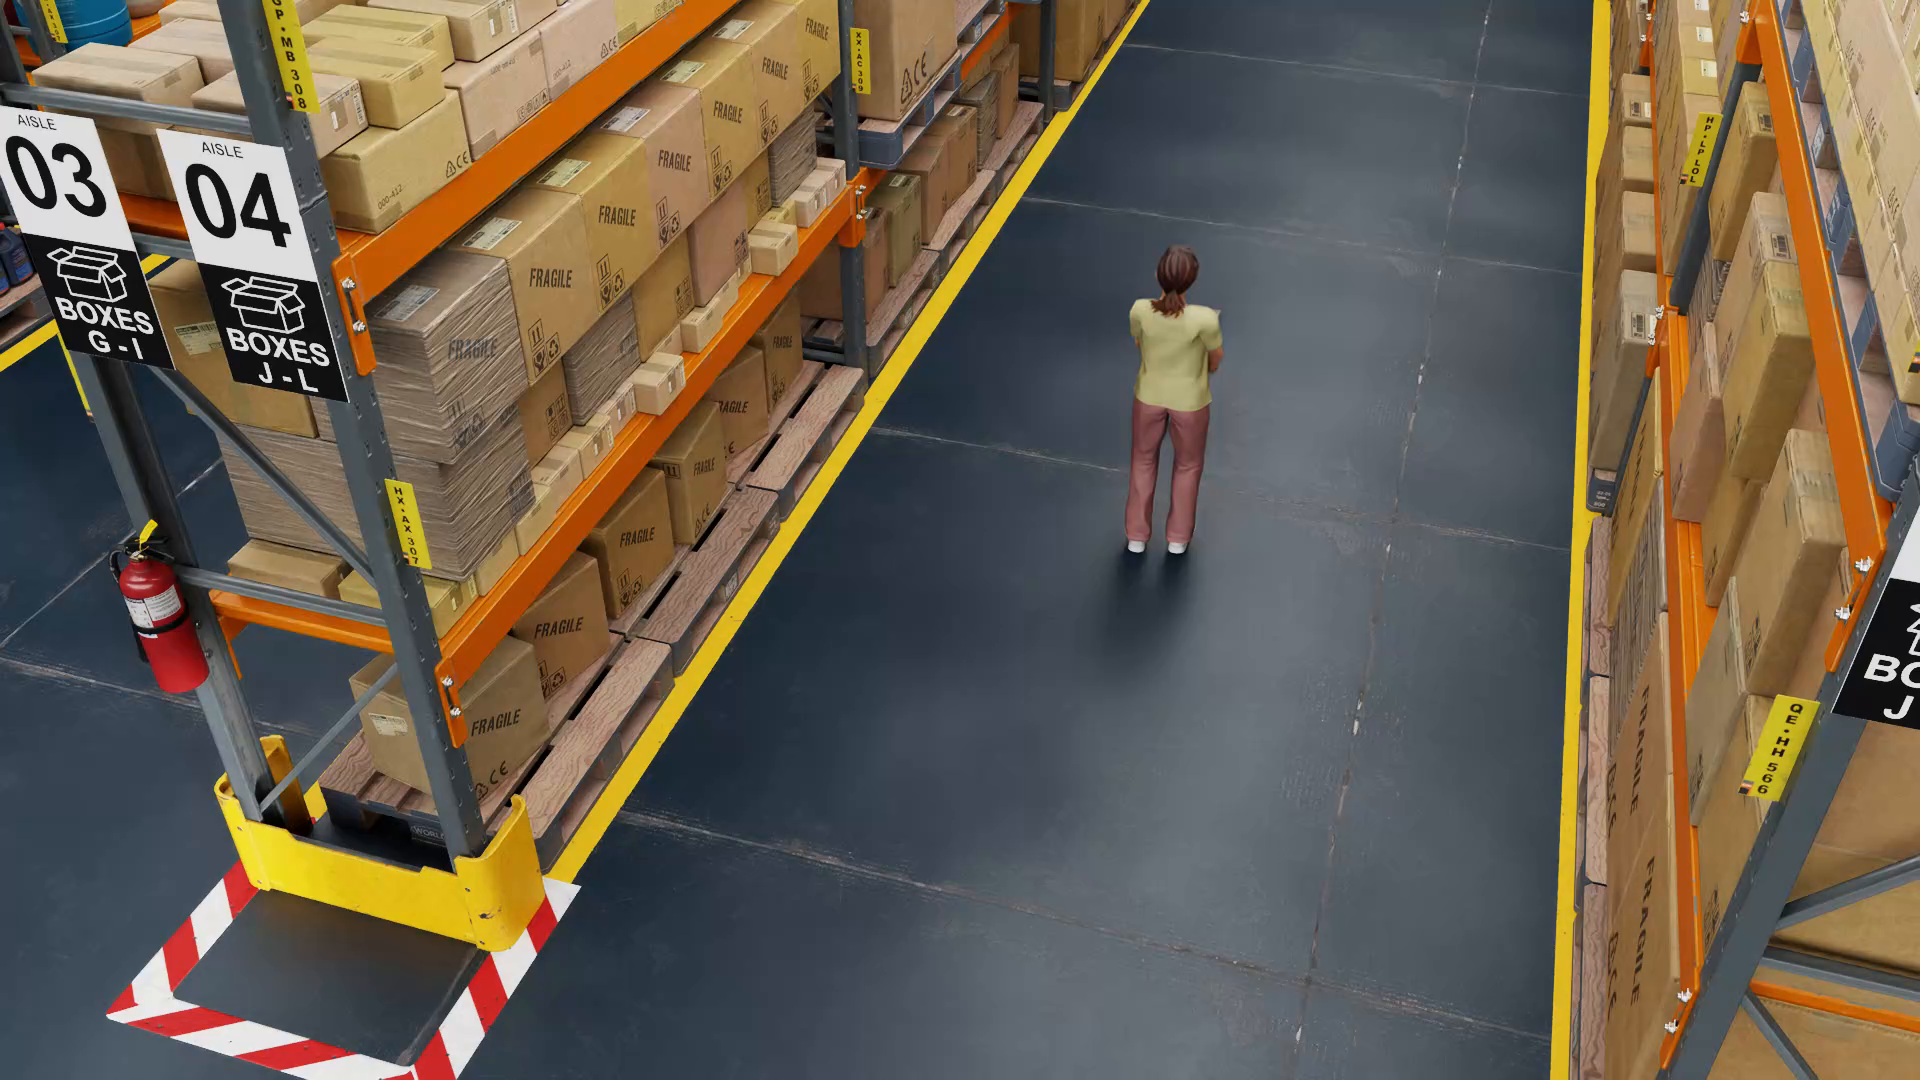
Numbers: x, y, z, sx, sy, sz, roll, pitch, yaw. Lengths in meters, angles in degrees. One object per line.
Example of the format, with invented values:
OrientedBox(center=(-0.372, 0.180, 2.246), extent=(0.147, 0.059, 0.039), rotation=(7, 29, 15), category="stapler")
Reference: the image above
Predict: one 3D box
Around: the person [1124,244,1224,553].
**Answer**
OrientedBox(center=(1.002, -0.678, 7.801), extent=(0.425, 1.658, 0.543), rotation=(12, 39, 15), category="person")
